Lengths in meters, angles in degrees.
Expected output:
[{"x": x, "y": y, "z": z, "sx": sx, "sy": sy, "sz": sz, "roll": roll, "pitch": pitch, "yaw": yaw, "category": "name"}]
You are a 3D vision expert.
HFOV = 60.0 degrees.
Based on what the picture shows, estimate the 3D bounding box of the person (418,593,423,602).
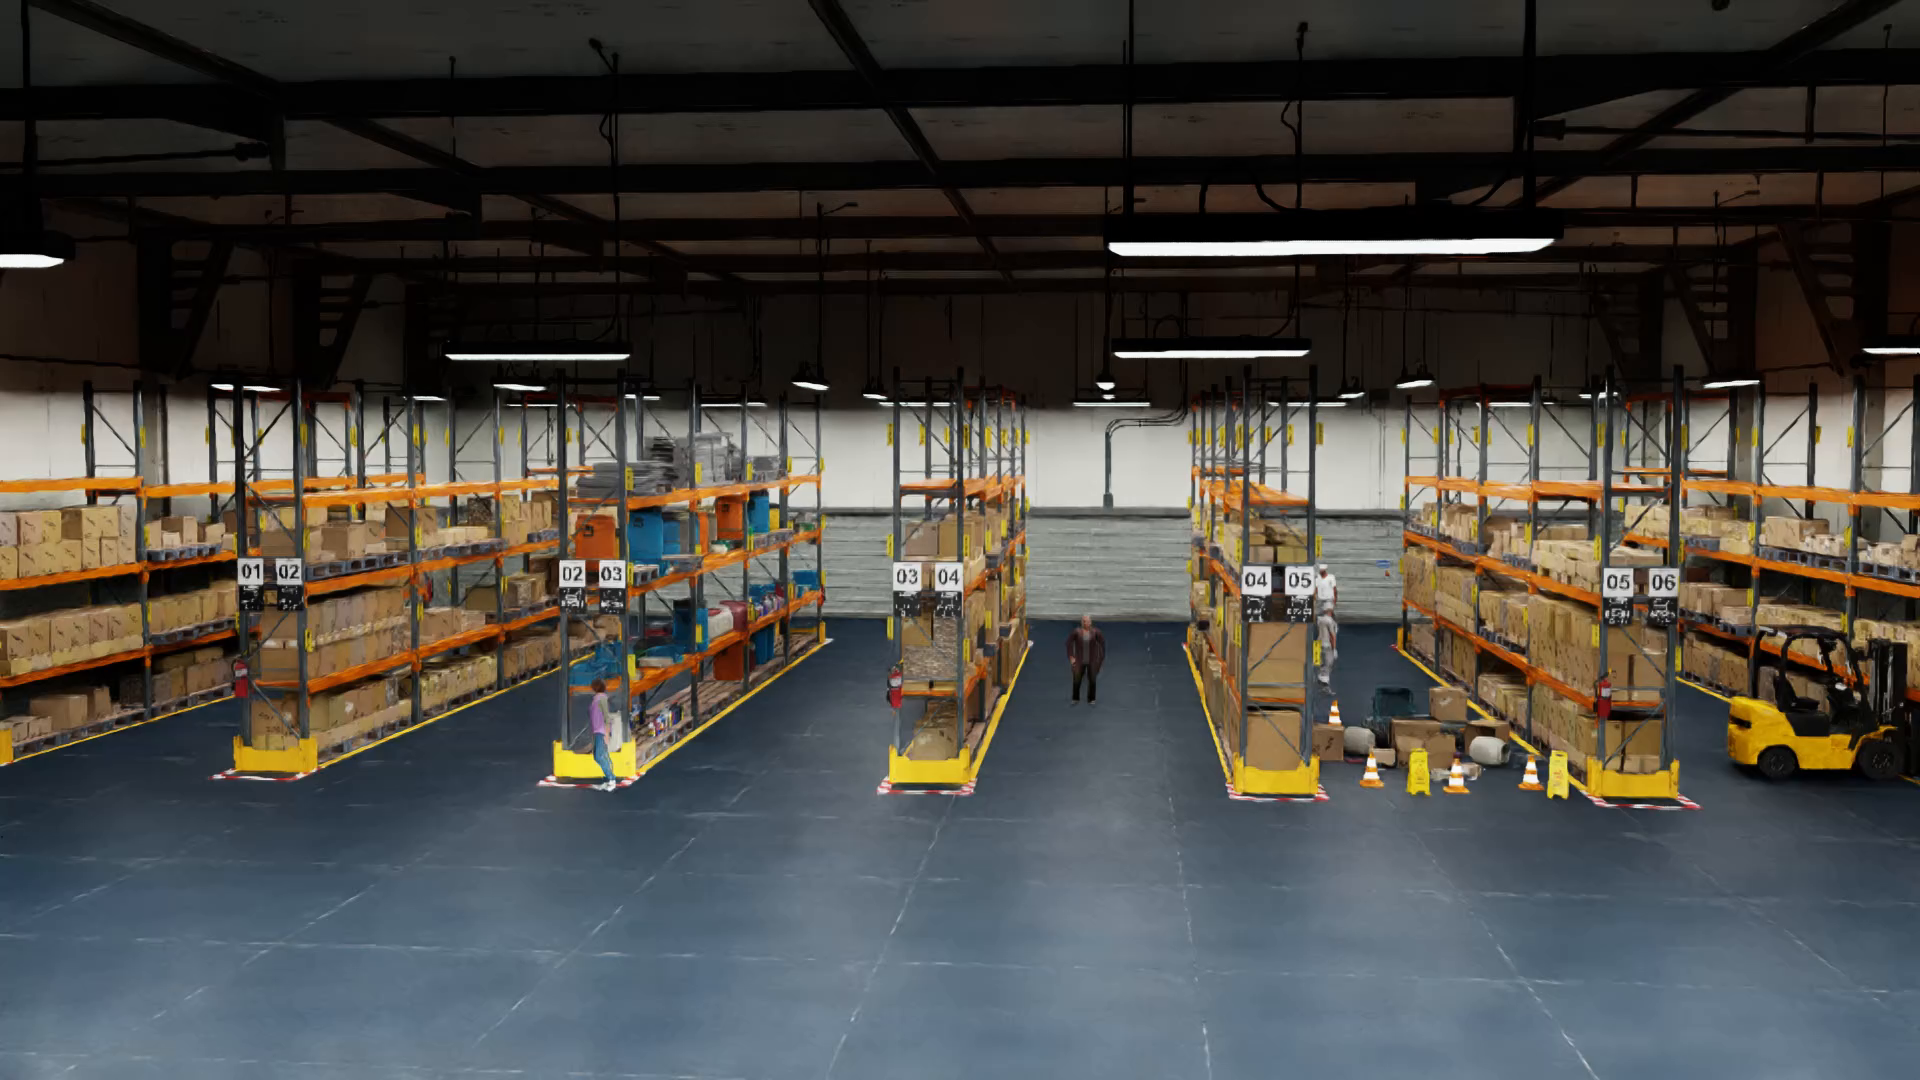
[{"x": -13.782, "y": 1.513, "z": 42.525, "sx": 0.553, "sy": 1.671, "sz": 0.680, "roll": 3, "pitch": 4, "yaw": 37, "category": "person"}]

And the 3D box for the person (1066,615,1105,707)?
[{"x": 2.322, "y": 2.236, "z": 30.795, "sx": 0.729, "sy": 1.718, "sz": 0.546, "roll": 0, "pitch": 4, "yaw": 4, "category": "person"}]

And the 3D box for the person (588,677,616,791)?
[{"x": -5.047, "y": 2.736, "z": 23.488, "sx": 0.355, "sy": 1.592, "sz": 0.516, "roll": -2, "pitch": 4, "yaw": -24, "category": "person"}]

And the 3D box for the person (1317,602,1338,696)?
[{"x": 7.113, "y": 2.087, "z": 32.163, "sx": 0.400, "sy": 1.794, "sz": 0.649, "roll": -1, "pitch": 4, "yaw": -17, "category": "person"}]

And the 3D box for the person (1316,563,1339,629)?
[{"x": 9.451, "y": 1.473, "z": 42.809, "sx": 0.610, "sy": 1.753, "sz": 0.583, "roll": 3, "pitch": 5, "yaw": 42, "category": "person"}]
